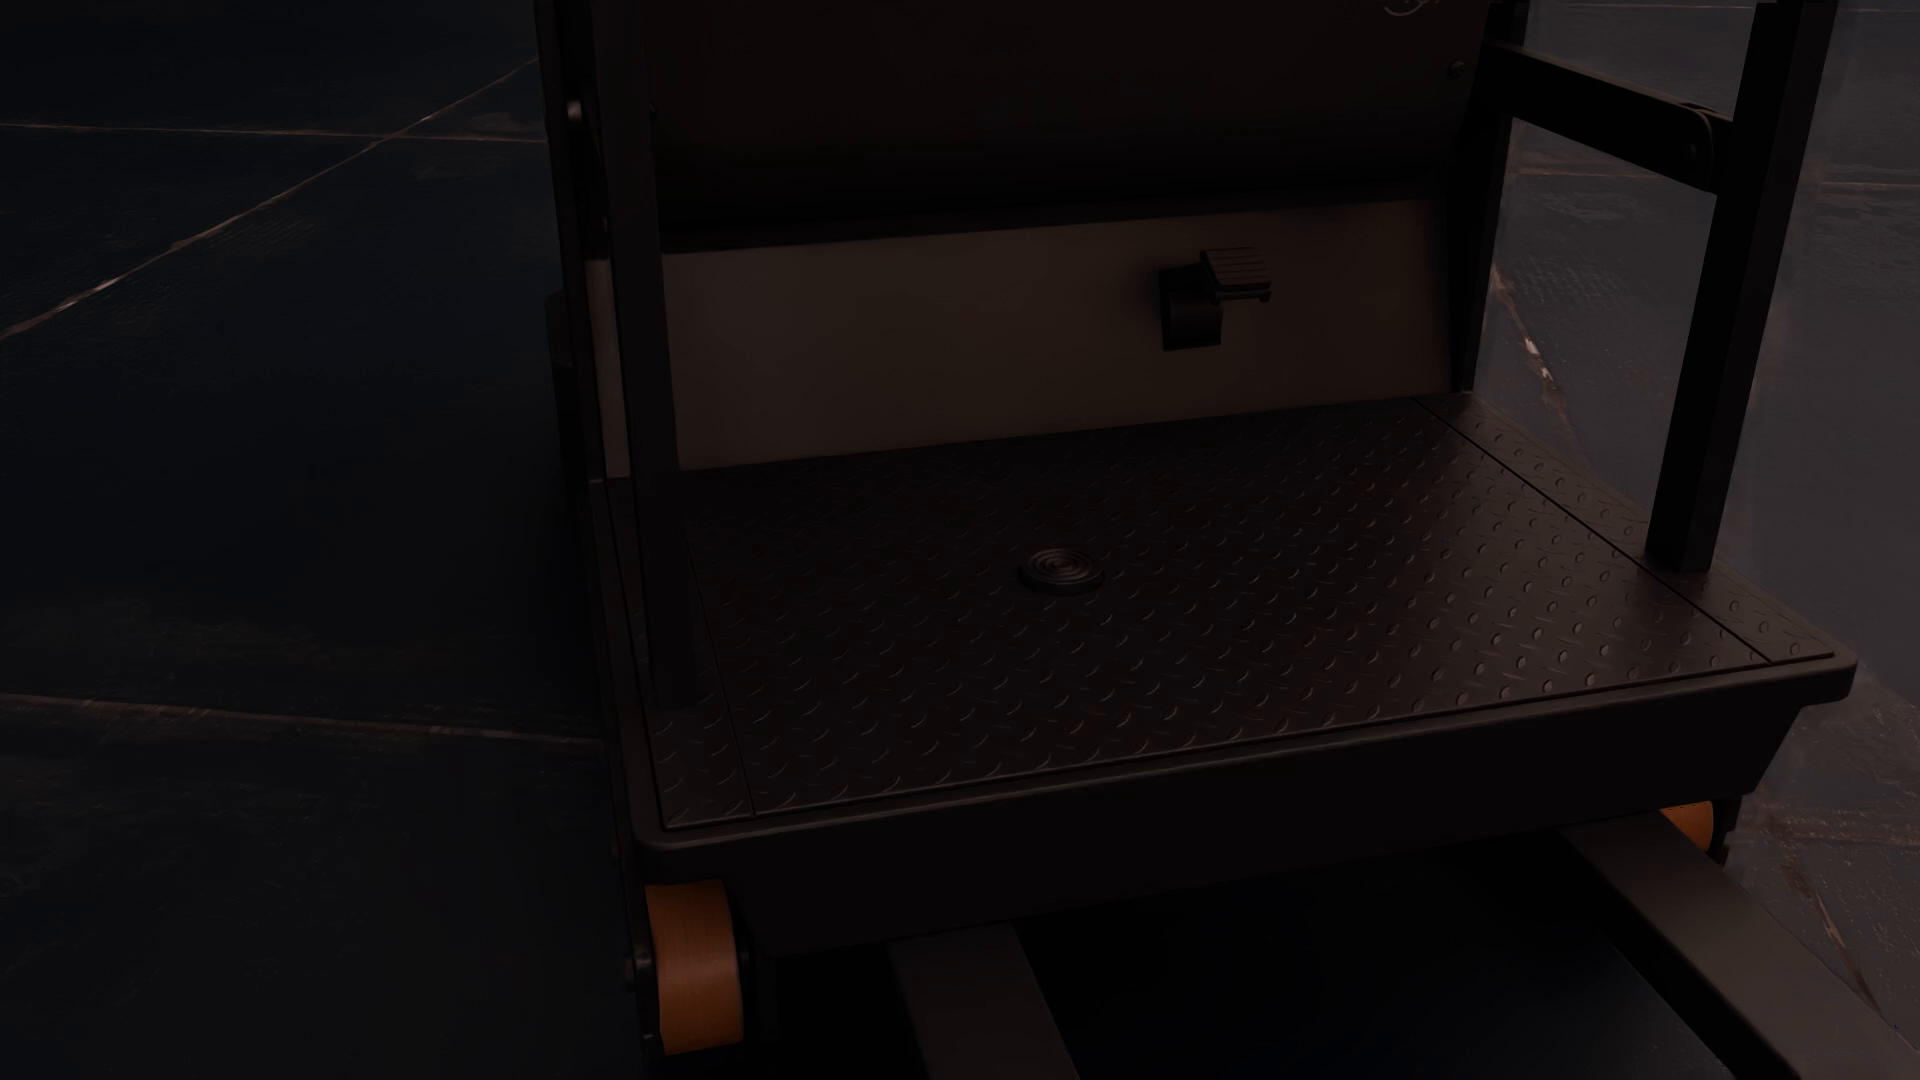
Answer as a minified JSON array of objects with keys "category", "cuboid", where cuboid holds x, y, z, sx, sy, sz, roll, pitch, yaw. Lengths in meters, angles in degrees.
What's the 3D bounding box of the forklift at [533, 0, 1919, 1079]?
[{"category":"forklift","cuboid":[0.165,-1.027,1.275,1.130,2.935,3.031,-7,27,-13]}]
